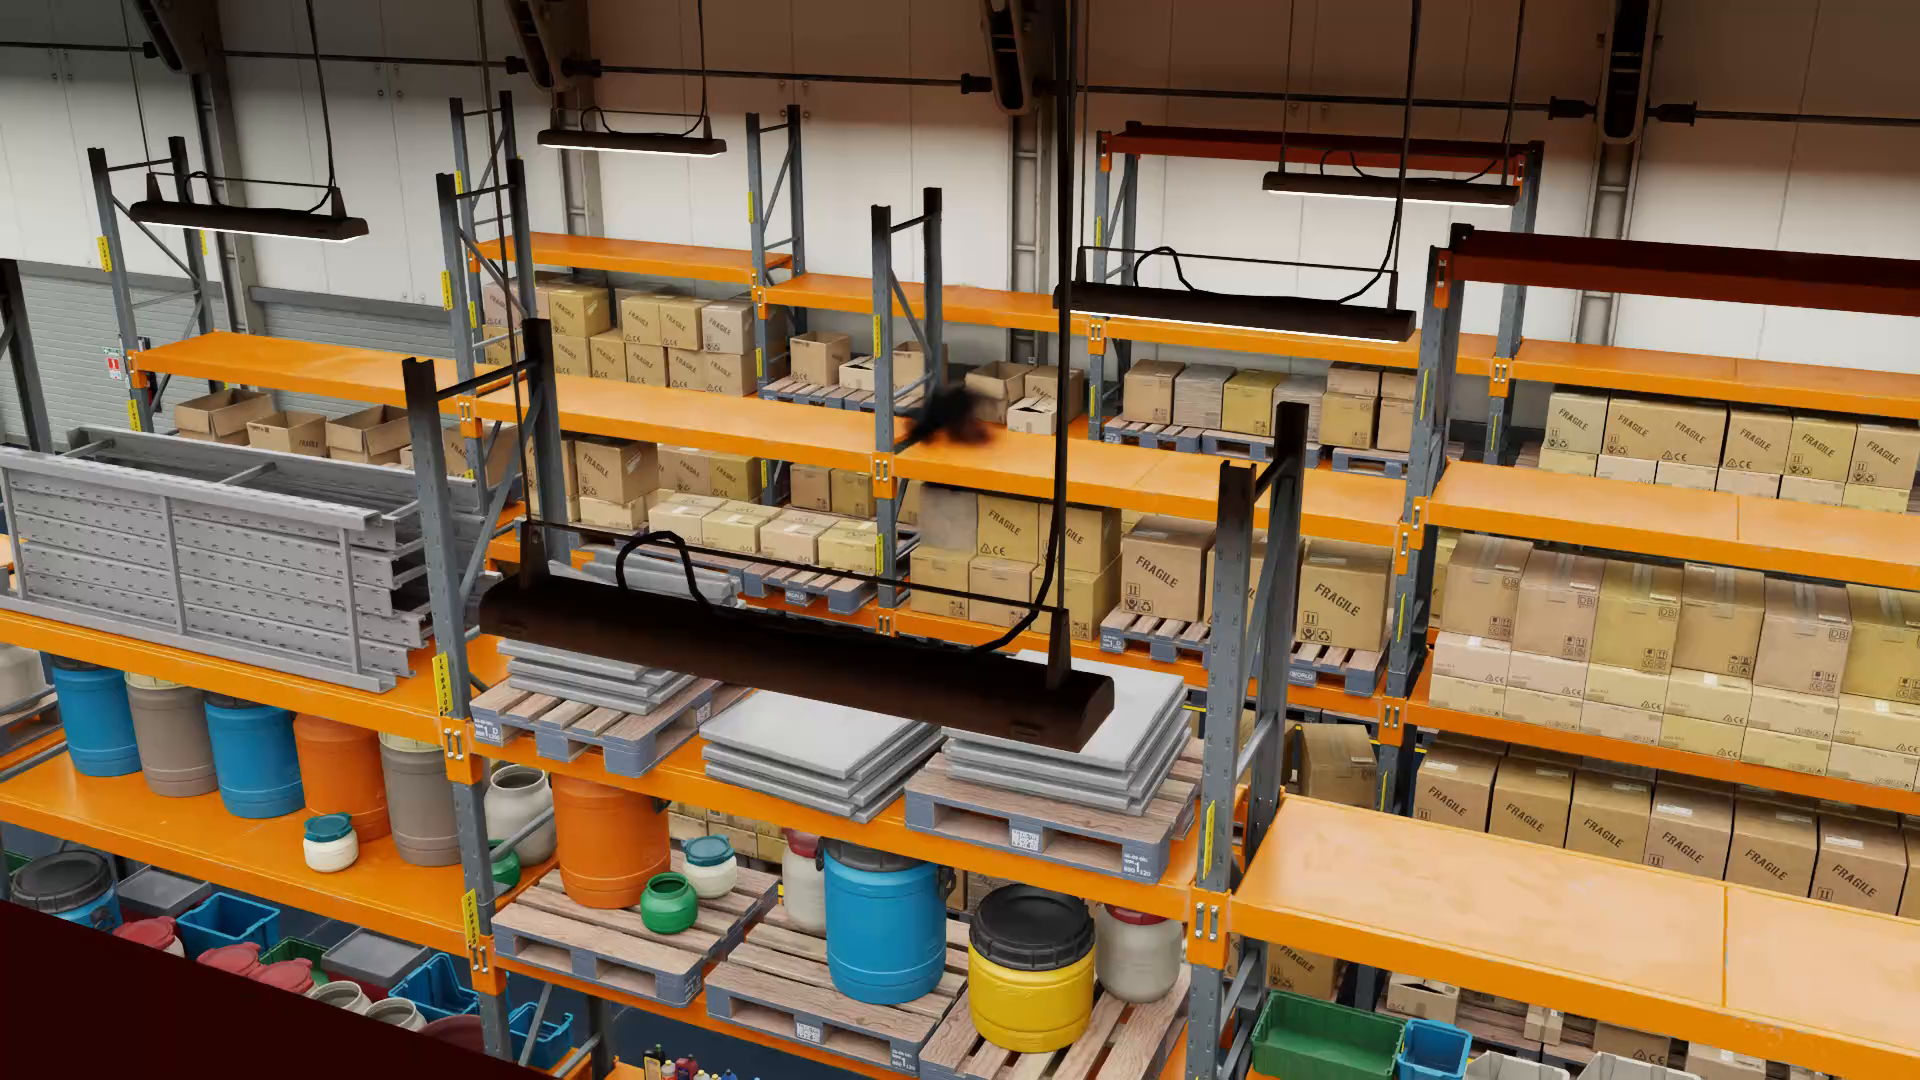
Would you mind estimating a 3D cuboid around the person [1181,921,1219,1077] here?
[{"bbox_3d":[1.504,3.119,11.258,0.550,1.763,0.634,4,21,11],"label":"person"}]
